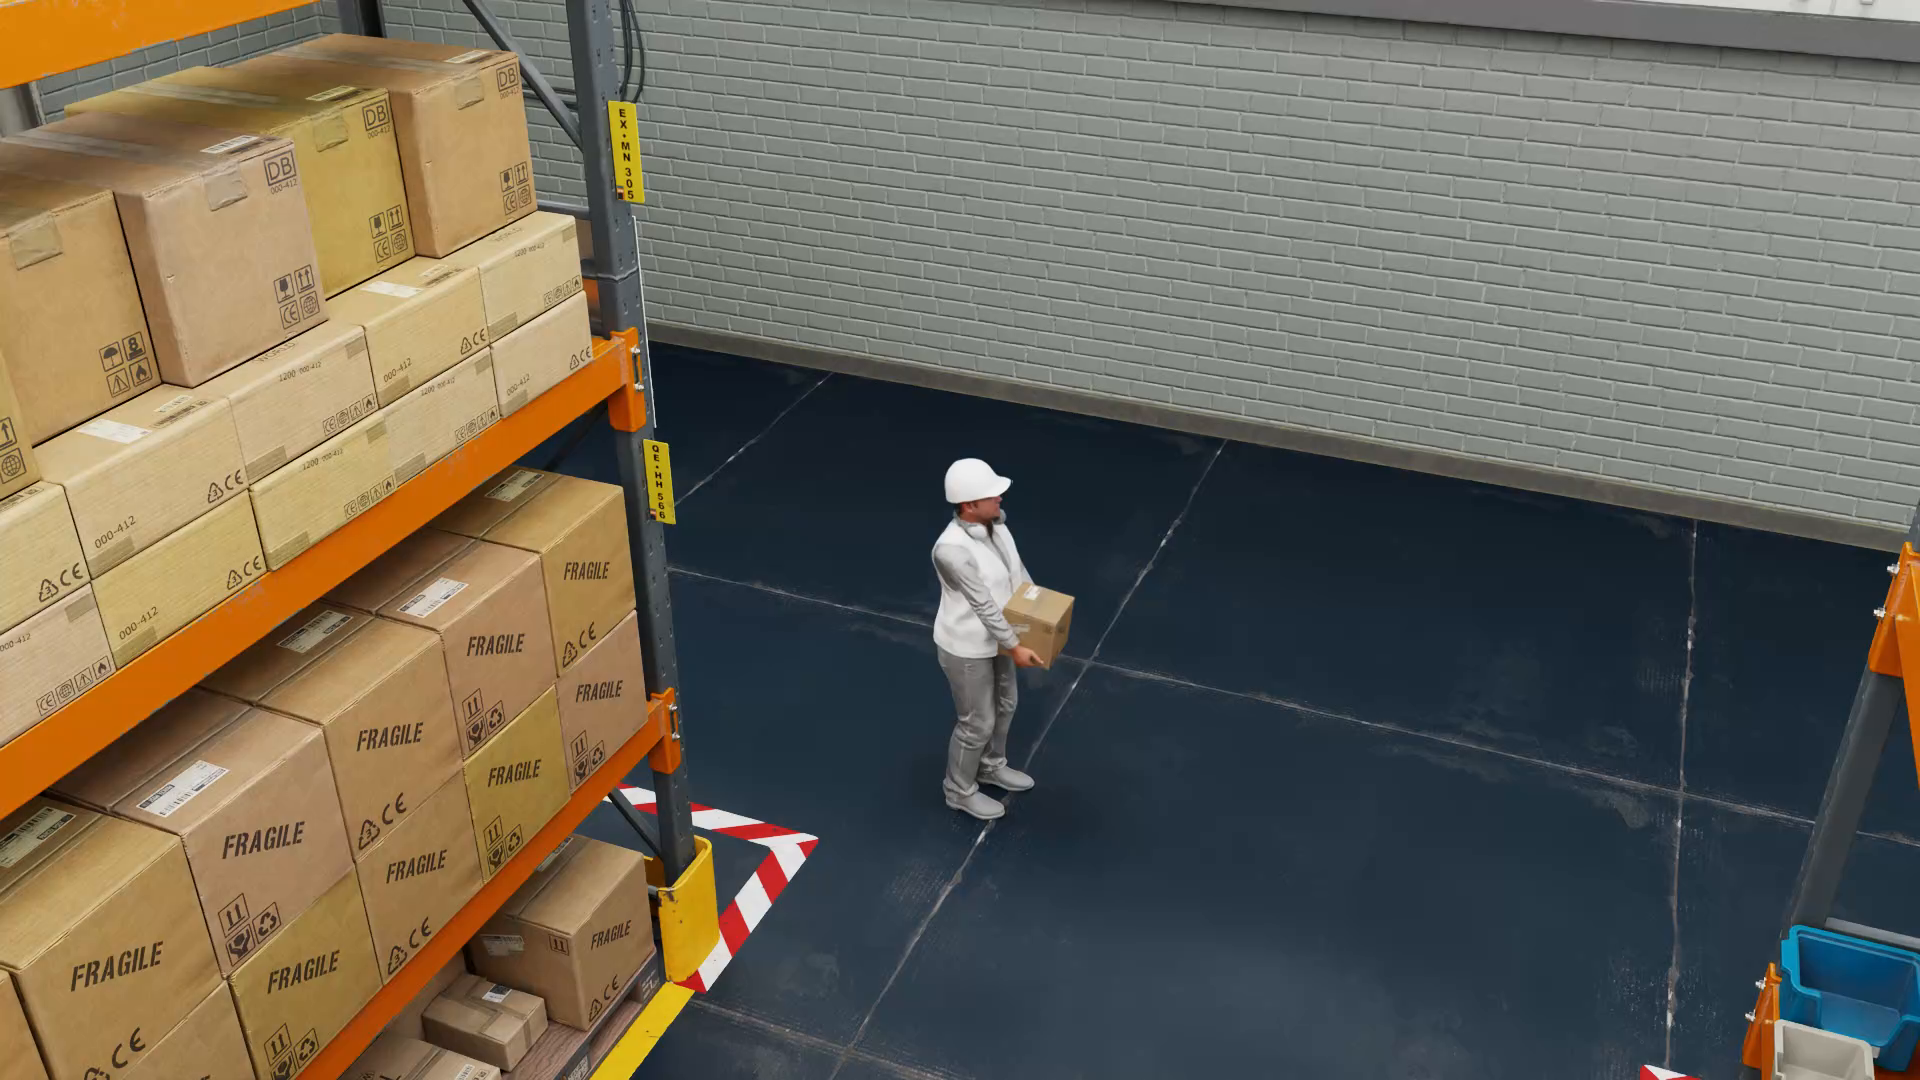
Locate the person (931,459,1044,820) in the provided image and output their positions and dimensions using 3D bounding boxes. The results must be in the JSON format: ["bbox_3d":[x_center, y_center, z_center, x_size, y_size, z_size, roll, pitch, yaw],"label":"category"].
[{"bbox_3d":[0.175,0.453,7.577,0.546,1.768,0.495,12,31,20],"label":"person"}]
